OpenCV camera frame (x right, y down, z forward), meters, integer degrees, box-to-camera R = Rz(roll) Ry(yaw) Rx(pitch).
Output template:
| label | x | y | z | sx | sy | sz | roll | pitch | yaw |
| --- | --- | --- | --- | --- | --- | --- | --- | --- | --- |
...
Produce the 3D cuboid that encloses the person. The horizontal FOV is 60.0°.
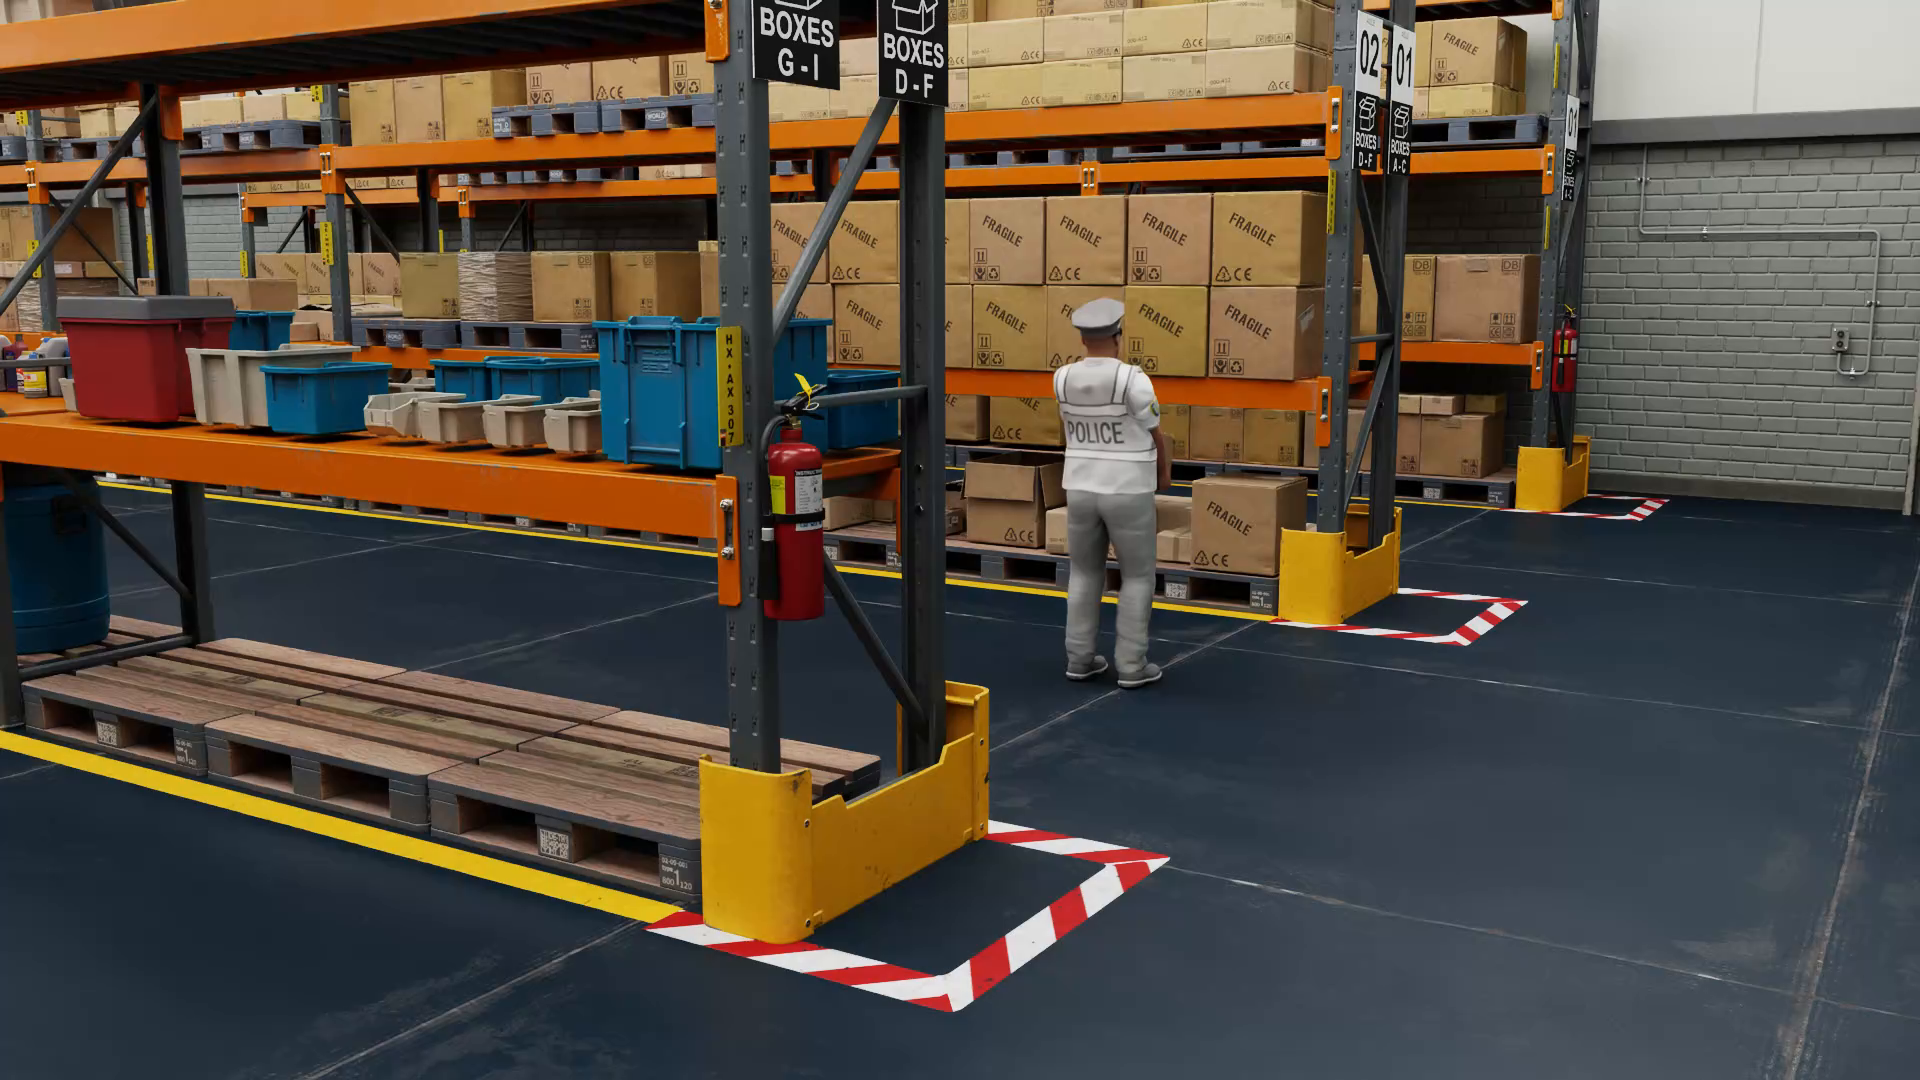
| label | x | y | z | sx | sy | sz | roll | pitch | yaw |
| --- | --- | --- | --- | --- | --- | --- | --- | --- | --- |
| person | 0.714 | -0.230 | 7.690 | 0.494 | 1.768 | 0.566 | 6 | 11 | 31 |
